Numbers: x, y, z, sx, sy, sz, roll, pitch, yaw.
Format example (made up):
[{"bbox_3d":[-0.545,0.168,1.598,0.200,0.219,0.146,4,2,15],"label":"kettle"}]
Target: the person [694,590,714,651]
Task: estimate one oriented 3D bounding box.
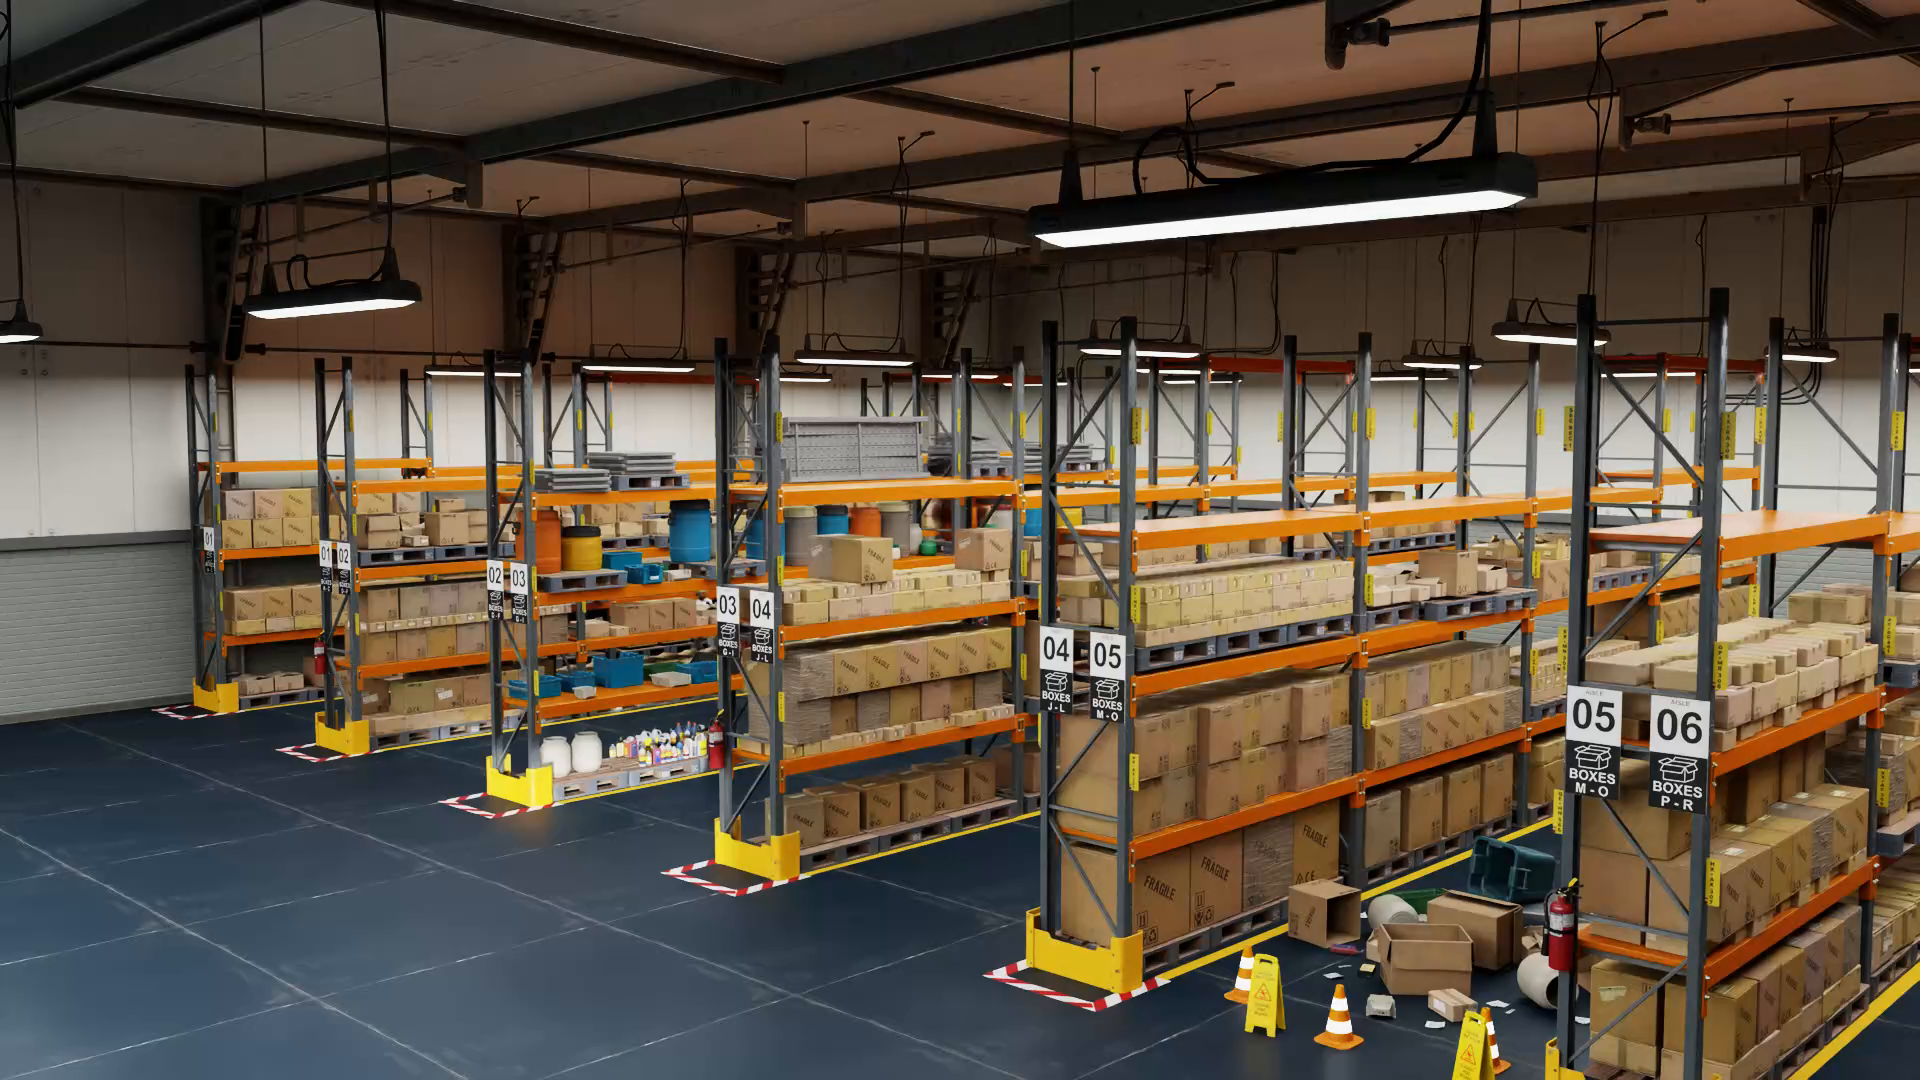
[{"bbox_3d":[-5.208,1.748,33.780,0.578,1.650,0.883,-1,4,-7],"label":"person"}]
